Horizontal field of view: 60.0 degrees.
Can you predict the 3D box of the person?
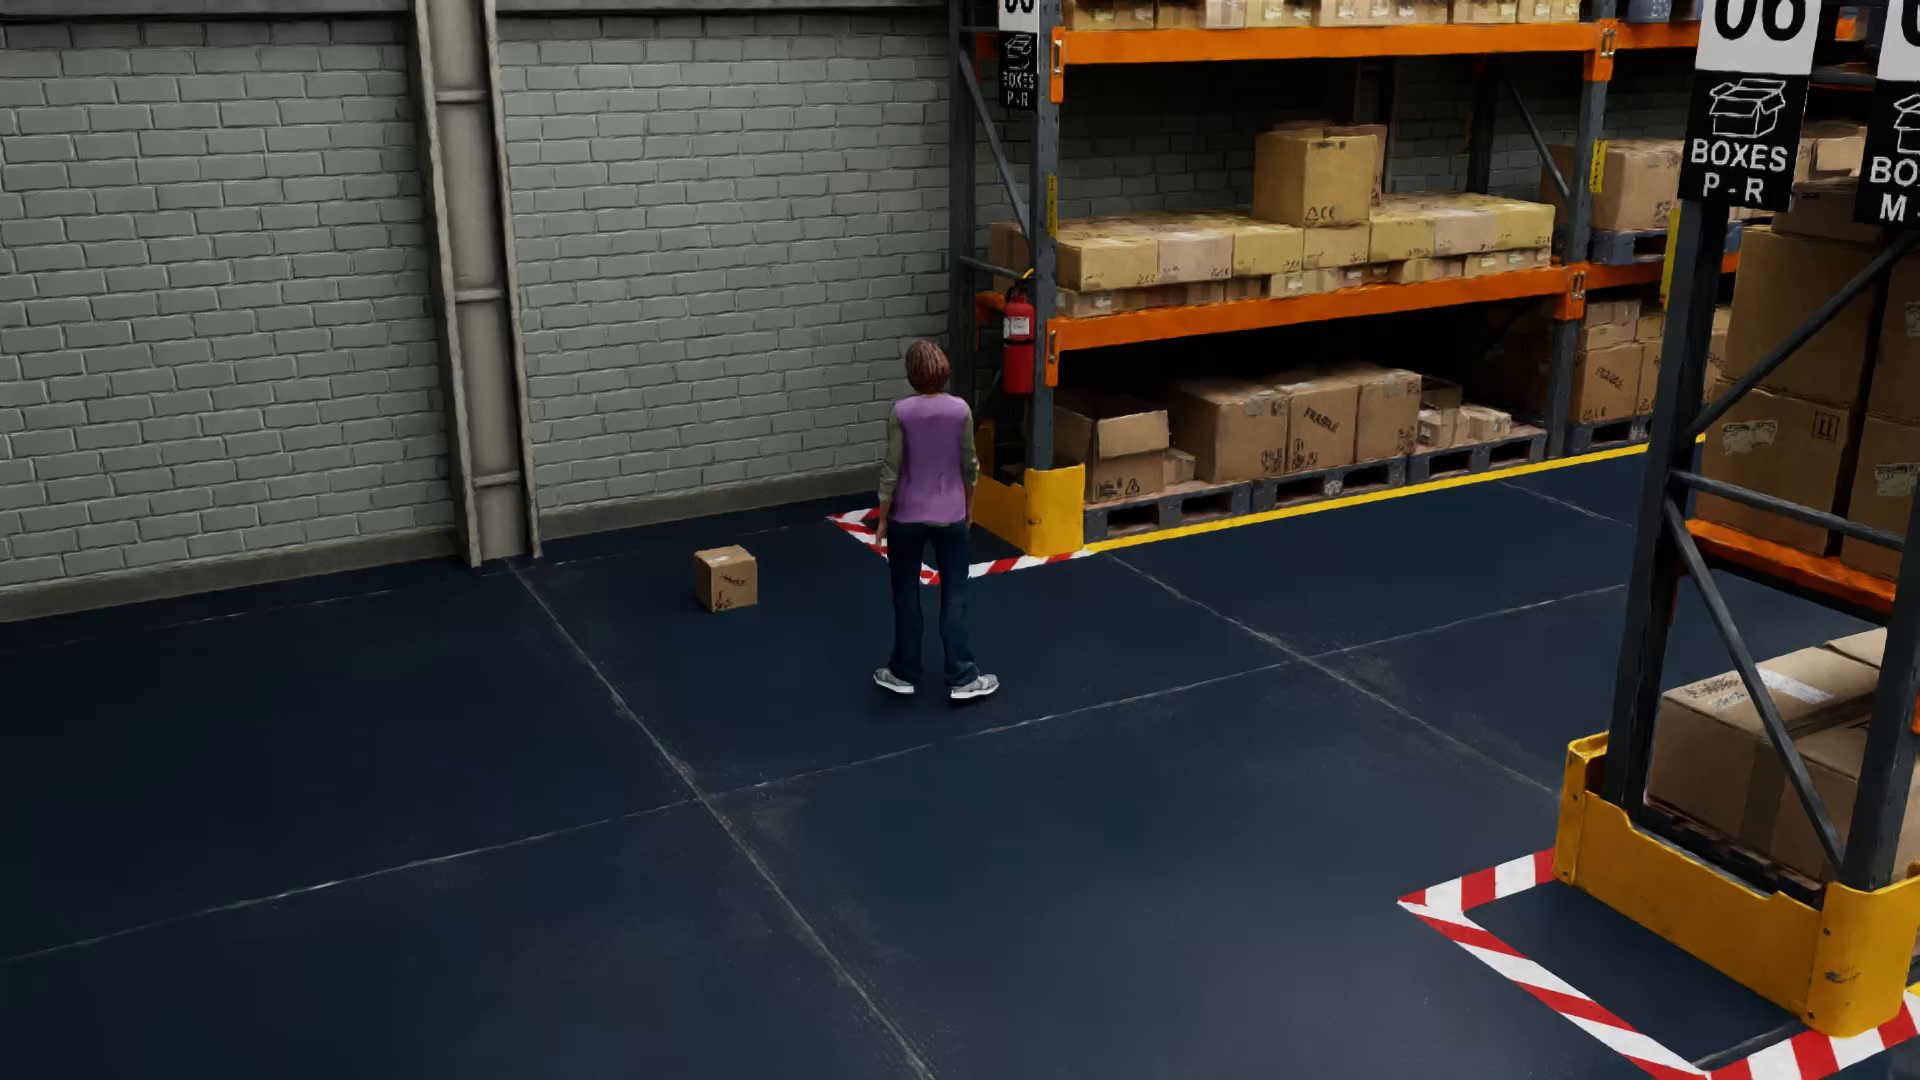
[{"bbox_3d":[-0.102,-0.077,7.262,0.551,1.604,0.370,-2,19,-7],"label":"person"}]
